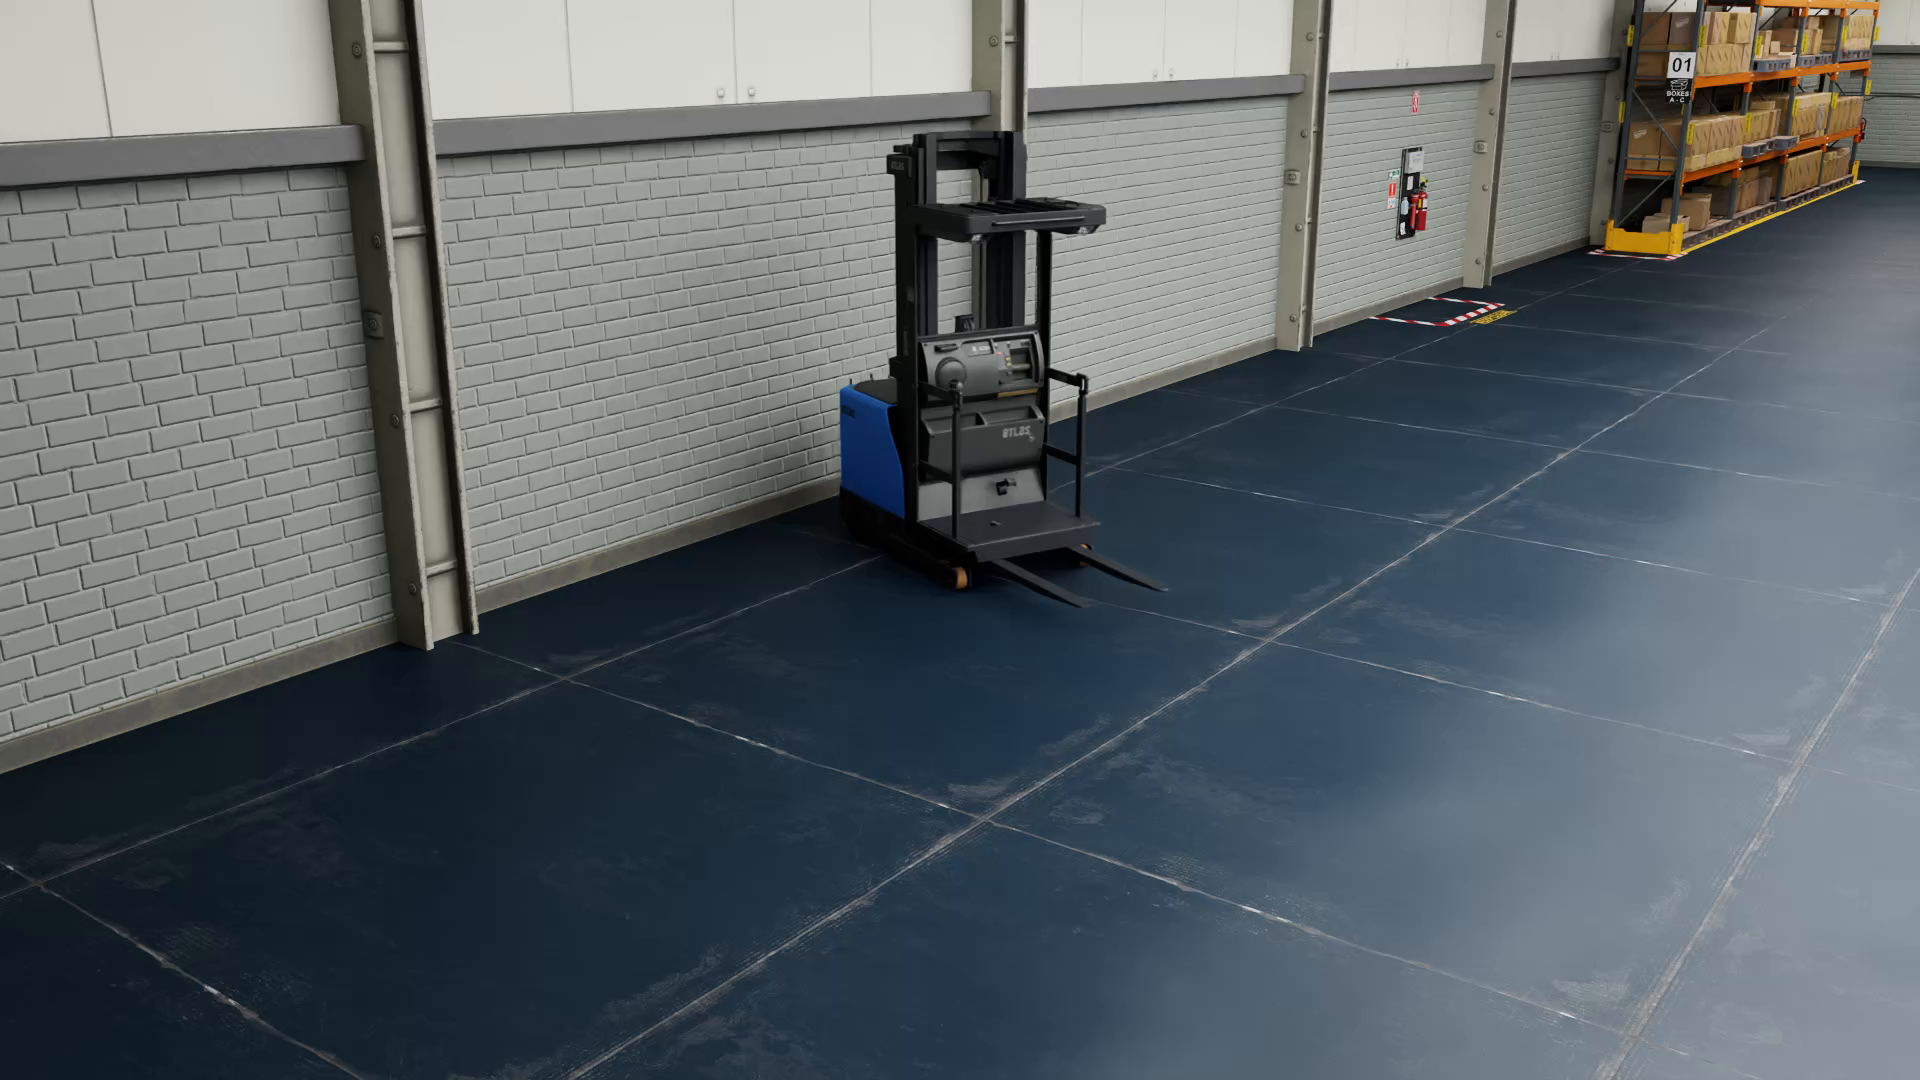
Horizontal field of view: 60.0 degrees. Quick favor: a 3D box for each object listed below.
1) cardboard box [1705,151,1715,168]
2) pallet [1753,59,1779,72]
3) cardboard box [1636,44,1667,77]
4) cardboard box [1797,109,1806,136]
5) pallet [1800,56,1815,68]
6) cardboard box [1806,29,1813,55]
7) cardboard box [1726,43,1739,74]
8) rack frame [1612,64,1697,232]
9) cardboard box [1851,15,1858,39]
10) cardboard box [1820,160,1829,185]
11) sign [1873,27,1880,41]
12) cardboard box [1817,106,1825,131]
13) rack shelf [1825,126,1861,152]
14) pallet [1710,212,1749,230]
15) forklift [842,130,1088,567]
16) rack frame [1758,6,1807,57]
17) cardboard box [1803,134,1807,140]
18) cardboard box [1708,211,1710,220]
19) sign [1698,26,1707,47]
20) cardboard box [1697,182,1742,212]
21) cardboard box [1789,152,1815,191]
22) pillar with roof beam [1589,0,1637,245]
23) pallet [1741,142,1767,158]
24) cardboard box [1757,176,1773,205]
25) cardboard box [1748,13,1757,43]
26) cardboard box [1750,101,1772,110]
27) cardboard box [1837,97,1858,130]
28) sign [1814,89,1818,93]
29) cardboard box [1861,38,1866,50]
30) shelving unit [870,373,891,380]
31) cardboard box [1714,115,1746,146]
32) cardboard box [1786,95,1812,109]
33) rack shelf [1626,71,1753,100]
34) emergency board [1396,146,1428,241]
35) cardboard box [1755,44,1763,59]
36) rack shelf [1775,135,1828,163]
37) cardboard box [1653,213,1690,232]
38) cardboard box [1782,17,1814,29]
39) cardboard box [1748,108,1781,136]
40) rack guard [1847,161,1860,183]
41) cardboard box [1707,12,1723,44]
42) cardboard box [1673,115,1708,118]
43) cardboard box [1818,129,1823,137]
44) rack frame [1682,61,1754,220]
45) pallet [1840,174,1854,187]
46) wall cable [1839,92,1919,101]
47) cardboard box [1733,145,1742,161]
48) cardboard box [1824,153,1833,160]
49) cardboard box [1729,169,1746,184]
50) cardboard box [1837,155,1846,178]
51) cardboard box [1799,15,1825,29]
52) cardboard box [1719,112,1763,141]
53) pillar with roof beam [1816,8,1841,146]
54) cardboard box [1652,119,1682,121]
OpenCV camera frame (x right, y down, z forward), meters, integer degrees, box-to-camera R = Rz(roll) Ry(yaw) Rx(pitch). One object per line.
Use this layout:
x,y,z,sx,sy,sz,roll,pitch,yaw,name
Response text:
12.490,-6.477,28.264,0.500,0.250,0.500,12,21,34,cardboard box
14.174,-8.657,30.321,1.213,0.211,1.003,12,21,35,pallet
21.962,-7.024,24.562,20.217,0.510,10.029,14,22,39,cardboard box
16.919,-8.531,33.954,0.500,0.500,0.500,13,22,36,cardboard box
16.445,-9.643,33.500,1.213,0.211,1.003,14,22,37,pallet
17.245,-10.339,34.512,0.700,0.500,0.500,12,21,35,cardboard box
13.007,-8.255,28.507,0.500,0.500,0.500,11,21,33,cardboard box
11.338,-6.233,27.257,1.000,3.000,0.127,12,21,35,rack frame
19.439,-11.302,36.635,0.500,0.500,0.500,12,21,34,cardboard box
19.016,-8.258,37.285,0.700,0.500,0.500,13,21,35,cardboard box
21.299,-11.762,38.645,0.100,0.325,0.005,12,21,35,sign
18.119,-9.013,35.505,0.500,0.500,0.500,13,21,35,cardboard box
19.679,-9.224,38.102,1.077,0.370,4.000,12,21,35,rack shelf
14.184,-6.040,31.337,1.003,0.211,1.213,12,21,35,pallet
24.974,-3.337,17.669,50.656,3.159,16.194,-10,20,-29,forklift
16.104,-11.003,32.503,1.000,3.000,0.127,12,21,35,rack frame
17.554,-8.494,34.928,0.380,0.149,0.250,13,22,36,cardboard box
13.426,-5.910,30.253,0.380,0.166,0.250,9,20,28,cardboard box
11.773,-7.987,26.374,0.100,0.325,0.005,12,21,35,sign
14.414,-6.512,31.629,0.700,0.500,0.500,12,21,34,cardboard box
17.678,-7.875,35.461,0.750,0.750,0.750,13,22,36,cardboard box
14.517,-8.657,24.947,9.100,9.000,0.400,12,21,35,pillar with roof beam
14.293,-7.250,30.857,1.003,0.211,1.213,12,21,35,pallet
15.717,-6.974,33.117,0.700,0.500,0.500,13,21,35,cardboard box
13.640,-8.986,29.176,0.500,0.500,0.500,10,20,30,cardboard box
15.743,-8.539,32.680,0.380,0.149,0.250,9,19,26,cardboard box
20.151,-9.889,38.523,0.980,0.700,0.700,12,21,34,cardboard box
20.429,-10.595,39.709,0.100,0.325,0.005,12,21,35,sign
20.339,-11.307,37.916,0.500,0.250,0.500,11,21,33,cardboard box
-0.665,-0.739,12.838,0.215,1.050,0.249,10,19,36,shelving unit
13.688,-7.314,29.695,0.500,0.500,0.500,12,21,35,cardboard box
17.196,-9.006,34.220,0.500,0.250,0.500,13,21,35,cardboard box
12.529,-7.798,28.453,1.077,0.370,4.000,12,21,35,rack shelf
5.982,-4.542,21.811,0.194,1.169,0.643,12,21,35,emergency board
14.478,-9.039,30.677,0.500,0.311,0.500,13,22,36,cardboard box
17.296,-8.271,35.034,1.077,0.370,4.000,12,21,35,rack shelf
12.162,-5.444,28.507,0.500,0.311,0.500,15,22,39,cardboard box
17.541,-10.819,34.793,0.500,0.250,0.500,12,21,33,cardboard box
15.832,-8.283,32.947,0.700,0.500,0.500,10,20,28,cardboard box
20.885,-8.856,39.918,1.175,0.500,0.348,12,21,35,rack guard
12.102,-8.360,27.159,0.500,0.500,0.500,12,21,34,cardboard box
12.962,-7.284,29.597,0.500,0.500,0.500,12,21,34,cardboard box
18.382,-8.786,35.868,0.380,0.149,0.250,13,21,36,cardboard box
13.721,-7.186,30.325,1.000,3.000,0.127,12,21,35,rack frame
20.457,-8.508,39.285,1.003,0.211,1.213,12,21,35,pallet
24.528,-12.710,43.234,3.097,2.526,0.112,12,21,35,wall cable
13.682,-6.957,29.809,0.500,0.250,0.500,12,21,35,cardboard box
19.366,-8.617,37.347,0.380,0.149,0.250,13,22,37,cardboard box
14.713,-6.968,31.834,0.500,0.250,0.500,12,21,33,cardboard box
20.236,-8.747,38.860,0.700,0.500,0.500,12,21,35,cardboard box
18.716,-11.266,36.518,0.500,0.500,0.500,12,21,34,cardboard box
14.758,-7.853,31.563,0.700,0.500,0.500,16,24,42,cardboard box
25.242,-12.944,38.752,9.100,9.000,0.400,12,21,35,pillar with roof beam
12.060,-6.921,28.427,0.500,0.500,0.500,12,21,33,cardboard box
